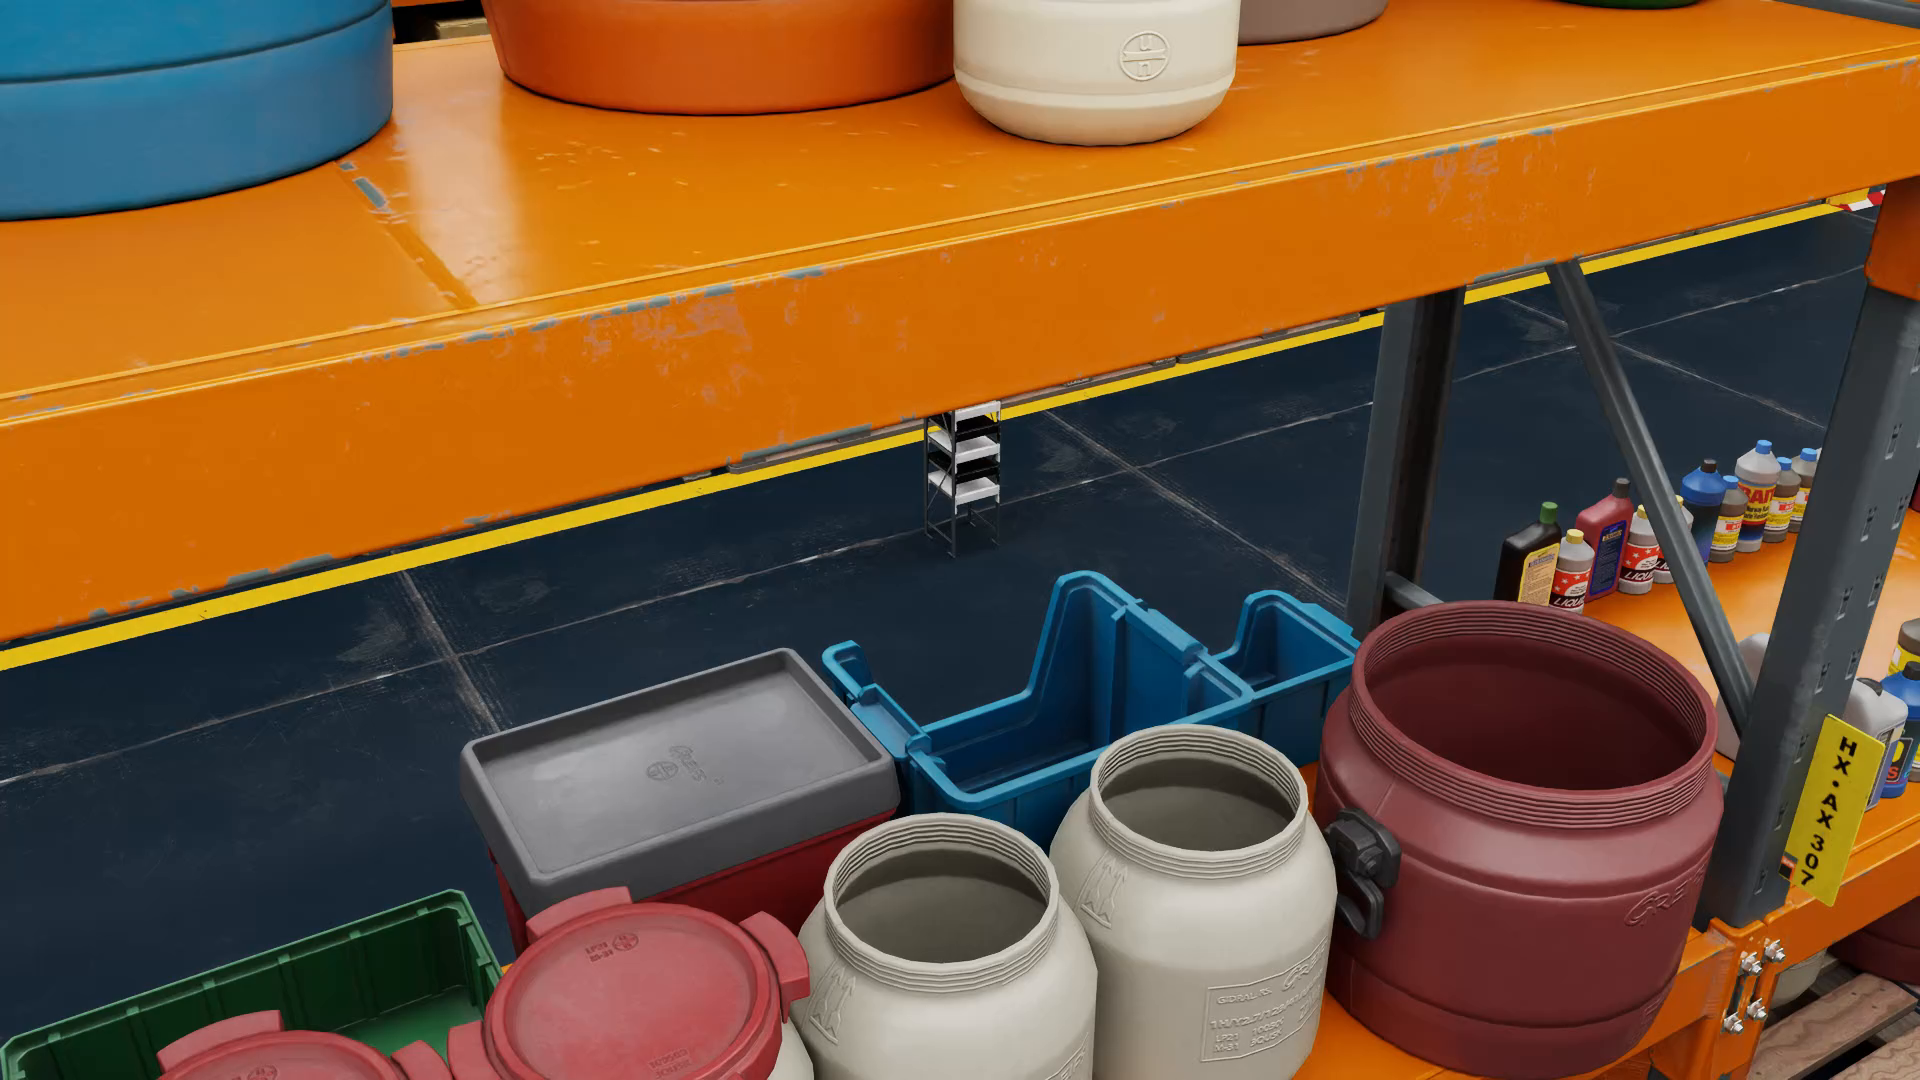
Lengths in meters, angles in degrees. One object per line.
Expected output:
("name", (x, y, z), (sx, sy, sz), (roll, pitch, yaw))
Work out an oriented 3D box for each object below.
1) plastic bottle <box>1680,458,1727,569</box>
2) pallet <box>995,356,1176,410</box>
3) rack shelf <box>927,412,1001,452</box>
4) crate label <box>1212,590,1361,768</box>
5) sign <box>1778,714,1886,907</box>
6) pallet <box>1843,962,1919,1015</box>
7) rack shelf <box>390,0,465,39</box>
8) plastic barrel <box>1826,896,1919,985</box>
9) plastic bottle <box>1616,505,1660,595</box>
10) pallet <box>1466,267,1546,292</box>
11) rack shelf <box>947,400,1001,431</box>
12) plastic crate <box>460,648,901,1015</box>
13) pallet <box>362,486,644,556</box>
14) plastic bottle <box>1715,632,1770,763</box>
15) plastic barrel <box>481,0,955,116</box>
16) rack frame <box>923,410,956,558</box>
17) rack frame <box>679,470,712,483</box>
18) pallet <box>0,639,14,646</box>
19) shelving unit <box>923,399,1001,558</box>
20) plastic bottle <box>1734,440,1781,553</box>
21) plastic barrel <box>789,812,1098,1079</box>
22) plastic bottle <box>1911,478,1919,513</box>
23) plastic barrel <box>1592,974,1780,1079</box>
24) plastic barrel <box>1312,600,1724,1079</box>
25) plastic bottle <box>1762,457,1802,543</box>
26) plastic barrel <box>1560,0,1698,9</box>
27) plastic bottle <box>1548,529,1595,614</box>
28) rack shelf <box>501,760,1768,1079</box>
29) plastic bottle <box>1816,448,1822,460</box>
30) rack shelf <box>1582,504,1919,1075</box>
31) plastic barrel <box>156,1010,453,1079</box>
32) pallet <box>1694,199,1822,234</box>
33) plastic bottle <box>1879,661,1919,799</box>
("plastic bottle", (1.726, -0.062, 3.892), (0.097, 0.271, 0.097), (0, 29, 0))
("pallet", (0.325, -1.024, 8.388), (1.213, 0.211, 1.003), (-16, 33, -26))
("rack shelf", (0.007, -0.446, 6.509), (0.200, 0.077, 0.258), (-16, 33, -26))
("crate label", (0.565, 0.303, 3.270), (0.416, 0.233, 0.303), (-16, 33, -26))
("sign", (1.402, 0.439, 2.682), (0.005, 0.325, 0.100), (-16, 33, -26))
("pallet", (2.827, 0.997, 4.726), (1.213, 0.211, 1.003), (-16, 33, -26))
("rack shelf", (-2.177, -4.019, 11.673), (4.000, 0.370, 1.077), (-16, 33, -26))
("plastic barrel", (2.505, 0.751, 4.345), (0.708, 0.588, 0.600), (-16, 33, -26))
("plastic bottle", (1.558, 0.016, 3.822), (0.097, 0.201, 0.097), (0, 29, 0))
("pallet", (2.653, -1.708, 9.626), (1.213, 0.211, 1.003), (-16, 33, -26))
("rack shelf", (0.007, -0.524, 6.465), (0.200, 0.077, 0.258), (-16, 33, -26))
("plastic crate", (-0.431, 0.523, 2.632), (0.583, 0.464, 0.402), (-16, 33, -26))
("pallet", (-2.118, -0.376, 7.212), (1.213, 0.211, 1.003), (-16, 33, -26))
("plastic bottle", (1.577, 0.302, 3.226), (0.135, 0.276, 0.152), (-16, 33, -26))
("plastic barrel", (-0.264, -0.948, 1.814), (0.708, 0.830, 0.600), (-16, 33, -26))
("rack frame", (-0.081, -0.371, 6.491), (0.006, 0.900, 0.240), (-16, 33, -26))
("rack frame", (-1.389, -1.782, 6.874), (0.127, 3.000, 1.000), (-16, 33, -26))
("pallet", (-4.222, 0.222, 6.130), (1.213, 0.211, 1.003), (-16, 33, -26))
("shelving unit", (0.007, -0.396, 6.536), (0.210, 0.900, 0.258), (-16, 33, -26))
("plastic bottle", (1.894, -0.110, 3.978), (0.097, 0.271, 0.097), (0, 29, 0))
("plastic barrel", (-0.024, 0.678, 2.302), (0.421, 0.512, 0.421), (0, 29, 0))
("plastic bottle", (2.468, -0.208, 4.143), (0.133, 0.283, 0.061), (-16, 33, -26))
("plastic barrel", (1.531, 0.922, 3.786), (0.708, 0.830, 0.600), (-16, 33, -26))
("plastic barrel", (0.871, 0.463, 2.666), (0.708, 0.536, 0.600), (-16, 33, -26))
("plastic bottle", (1.978, -0.103, 4.038), (0.097, 0.201, 0.097), (0, 29, 0))
("plastic barrel", (0.931, -0.881, 2.298), (0.294, 0.245, 0.294), (0, 29, 0))
("plastic bottle", (1.359, 0.072, 3.720), (0.097, 0.201, 0.097), (0, 29, 0))
("rack shelf", (-0.607, 1.087, 2.420), (4.000, 0.370, 1.077), (-16, 33, -26))
("plastic bottle", (2.146, -0.151, 4.125), (0.097, 0.201, 0.097), (0, 29, 0))
("rack shelf", (2.842, 0.108, 4.194), (4.000, 0.370, 1.077), (-16, 33, -26))
("plastic barrel", (-0.762, 0.880, 1.910), (0.433, 0.535, 0.433), (0, 29, 0))
("pallet", (4.756, -2.305, 10.708), (1.213, 0.211, 1.003), (-16, 33, -26))
("plastic bottle", (1.768, 0.351, 3.143), (0.097, 0.271, 0.097), (0, 29, 0))
